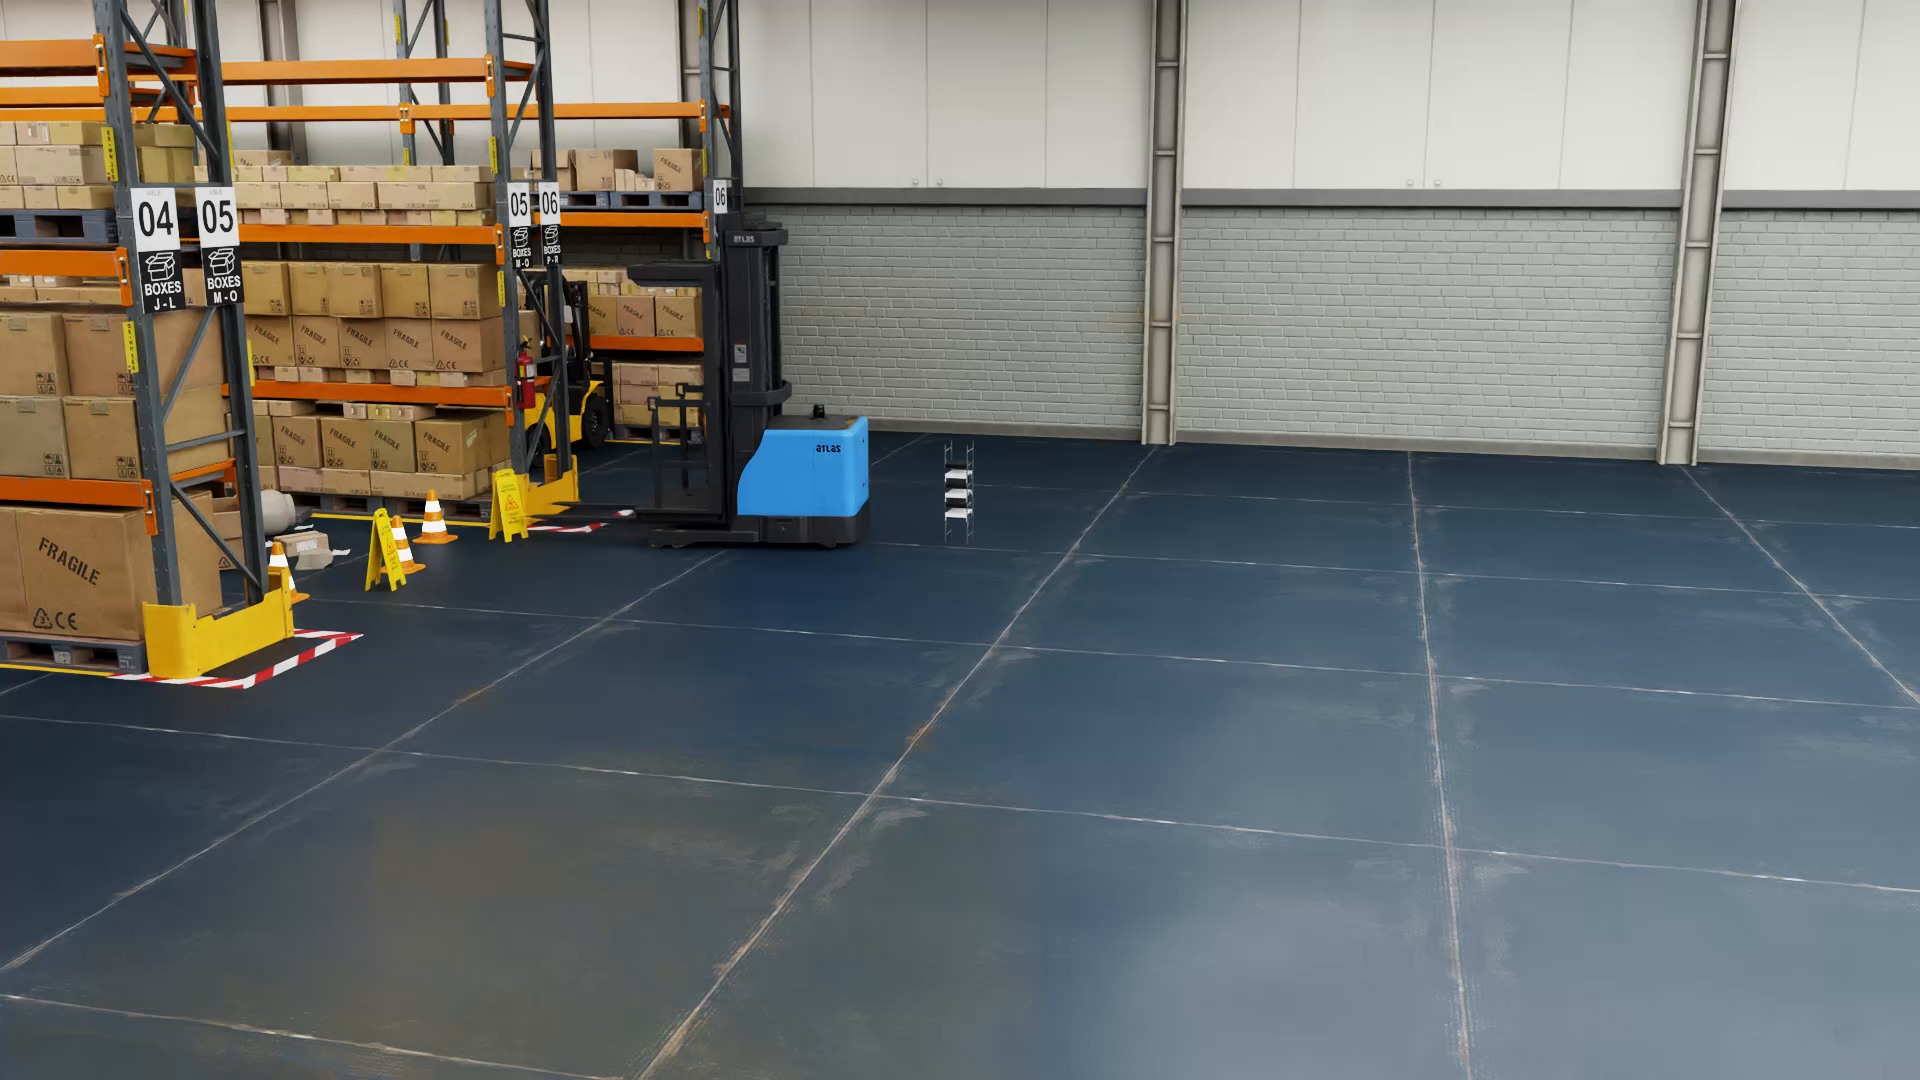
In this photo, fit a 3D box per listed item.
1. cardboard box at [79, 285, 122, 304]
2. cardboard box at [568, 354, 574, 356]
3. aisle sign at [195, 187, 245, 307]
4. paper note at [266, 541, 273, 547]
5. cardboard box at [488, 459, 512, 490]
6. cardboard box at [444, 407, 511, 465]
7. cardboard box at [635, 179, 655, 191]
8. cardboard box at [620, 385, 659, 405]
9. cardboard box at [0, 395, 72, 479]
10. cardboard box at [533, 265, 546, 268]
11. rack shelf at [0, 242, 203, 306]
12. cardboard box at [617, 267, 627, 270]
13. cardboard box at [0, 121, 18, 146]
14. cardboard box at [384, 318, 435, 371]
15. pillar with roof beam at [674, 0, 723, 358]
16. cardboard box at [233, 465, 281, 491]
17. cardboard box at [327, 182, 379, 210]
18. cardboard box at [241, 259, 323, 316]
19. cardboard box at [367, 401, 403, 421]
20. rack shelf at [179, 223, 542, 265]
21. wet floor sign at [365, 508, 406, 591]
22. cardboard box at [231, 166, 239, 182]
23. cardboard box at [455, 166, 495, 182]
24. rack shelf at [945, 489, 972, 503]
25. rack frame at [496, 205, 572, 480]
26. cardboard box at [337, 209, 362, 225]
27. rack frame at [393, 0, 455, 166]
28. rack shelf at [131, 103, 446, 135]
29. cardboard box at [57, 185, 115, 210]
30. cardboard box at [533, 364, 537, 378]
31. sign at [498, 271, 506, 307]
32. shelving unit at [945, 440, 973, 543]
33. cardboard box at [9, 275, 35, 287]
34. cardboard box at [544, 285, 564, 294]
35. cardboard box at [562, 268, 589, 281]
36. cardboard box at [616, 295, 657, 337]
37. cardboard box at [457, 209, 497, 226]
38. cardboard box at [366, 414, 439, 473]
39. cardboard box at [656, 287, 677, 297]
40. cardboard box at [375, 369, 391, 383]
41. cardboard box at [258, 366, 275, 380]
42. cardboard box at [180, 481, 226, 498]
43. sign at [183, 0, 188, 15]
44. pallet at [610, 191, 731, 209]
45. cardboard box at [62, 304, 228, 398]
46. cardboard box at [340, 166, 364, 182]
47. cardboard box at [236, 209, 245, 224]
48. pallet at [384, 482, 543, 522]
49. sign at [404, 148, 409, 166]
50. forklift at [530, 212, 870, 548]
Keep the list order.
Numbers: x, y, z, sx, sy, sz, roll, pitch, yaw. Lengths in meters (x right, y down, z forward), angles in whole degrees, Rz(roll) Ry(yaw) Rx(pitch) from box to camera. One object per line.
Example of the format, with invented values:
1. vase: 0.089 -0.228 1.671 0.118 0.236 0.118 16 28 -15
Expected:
1. cardboard box: -8.467 -2.296 16.770 0.500 0.500 0.500 3 13 12
2. cardboard box: -5.270 -2.279 21.651 0.500 0.250 0.500 3 13 14
3. aisle sign: -5.027 -1.996 11.304 0.004 0.787 0.394 3 13 14
4. paper note: -6.263 0.035 15.031 0.142 0.019 0.148 8 15 33
5. cardboard box: -4.797 -0.676 16.736 0.500 0.250 0.500 3 13 13
6. cardboard box: -4.820 -1.044 16.660 0.500 0.500 0.500 3 13 12
7. cardboard box: -3.772 -4.332 20.290 0.250 0.149 0.380 3 13 12
8. cardboard box: -3.926 -1.852 20.882 0.500 0.250 0.500 3 13 13
9. cardboard box: -6.078 -0.774 11.453 0.550 0.550 0.875 3 13 14
10. cardboard box: -5.397 -3.473 21.546 0.250 0.149 0.380 3 13 13
11. rack shelf: -7.110 -1.885 11.538 4.000 0.370 1.077 3 13 14
12. cardboard box: -4.174 -3.387 21.158 0.250 0.149 0.380 3 13 15
13. cardboard box: -6.067 -2.625 10.754 0.250 0.149 0.380 3 13 14
14. cardboard box: -5.158 -1.905 15.977 0.500 0.500 0.500 3 13 14
15. pillar with roof beam: -4.386 -5.007 17.025 0.400 9.000 9.100 3 13 14
16. cardboard box: -6.934 -0.671 16.713 0.500 0.250 0.500 4 13 17
17. cardboard box: -5.634 -3.272 15.792 0.500 0.250 0.500 3 13 15
18. cardboard box: -6.617 -2.472 16.225 0.500 0.500 0.700 3 13 12
19. cardboard box: -5.536 -1.265 16.158 0.250 0.149 0.380 3 13 14
20. rack shelf: -6.022 -2.931 16.254 4.000 0.370 1.077 3 13 14
21. wet floor sign: -4.665 0.067 13.442 0.232 0.644 0.267 1 13 4
22. cardboard box: -6.974 -3.525 16.011 0.250 0.149 0.380 3 13 13
23. cardboard box: -4.479 -3.400 15.448 0.250 0.149 0.380 3 13 14
24. rack shelf: -0.008 -0.407 15.145 0.200 0.077 0.258 3 13 14
25. rack frame: -4.080 -1.714 16.033 0.127 3.000 1.000 3 13 14
26. cardboard box: -5.730 -3.088 15.879 0.250 0.149 0.380 3 13 12
27. rack frame: -6.778 -5.894 21.024 0.127 3.000 1.000 3 13 14
28. rack shelf: -8.720 -5.451 21.613 4.000 0.370 1.077 3 13 14
29. cardboard box: -5.572 -2.209 10.720 0.250 0.149 0.380 3 13 13
30. cardboard box: -4.360 -1.652 16.336 0.250 0.149 0.380 3 13 14
31. sign: -4.233 -2.318 15.352 0.005 0.325 0.100 3 13 14
32. shelving unit: -0.008 -0.440 15.138 0.210 0.900 0.258 3 13 14
33. cardboard box: -9.410 -2.656 16.894 0.250 0.149 0.380 2 13 11
34. cardboard box: -5.035 -3.175 20.888 0.250 0.149 0.380 3 13 12
35. cardboard box: -4.783 -3.321 20.862 0.250 0.149 0.380 3 13 14
36. cardboard box: -3.937 -2.806 20.724 0.500 0.500 0.500 3 13 15
37. cardboard box: -4.494 -3.015 15.553 0.250 0.149 0.380 3 13 14
38. cardboard box: -5.428 -0.956 16.263 0.500 0.500 0.500 4 13 16
39. cardboard box: -3.553 -3.089 20.504 0.250 0.149 0.380 3 13 14
40. cardboard box: -5.483 -1.623 16.204 0.250 0.149 0.380 3 13 14
41. cardboard box: -6.714 -1.678 16.451 0.250 0.149 0.380 3 13 13
42. cardboard box: -7.249 -0.360 15.699 0.500 0.500 0.500 -9 15 -35
43. sign: -7.816 -5.458 16.719 0.005 0.325 0.100 3 13 14
44. pallet: -3.575 -4.221 20.613 1.213 0.211 1.003 3 13 14
45. cardboard box: -5.519 -1.295 11.308 0.550 0.550 0.875 3 13 14
46. cardboard box: -5.690 -3.488 15.845 0.250 0.149 0.380 3 13 12
47. cardboard box: -6.978 -3.159 16.202 0.250 0.149 0.380 3 13 15
48. pallet: -4.934 -0.406 16.576 1.213 0.211 1.003 3 13 14
49. sign: -6.898 -4.721 20.742 0.005 0.325 0.100 3 13 14
50. forklift: -2.390 -1.470 15.093 3.031 2.935 1.130 1 13 5
